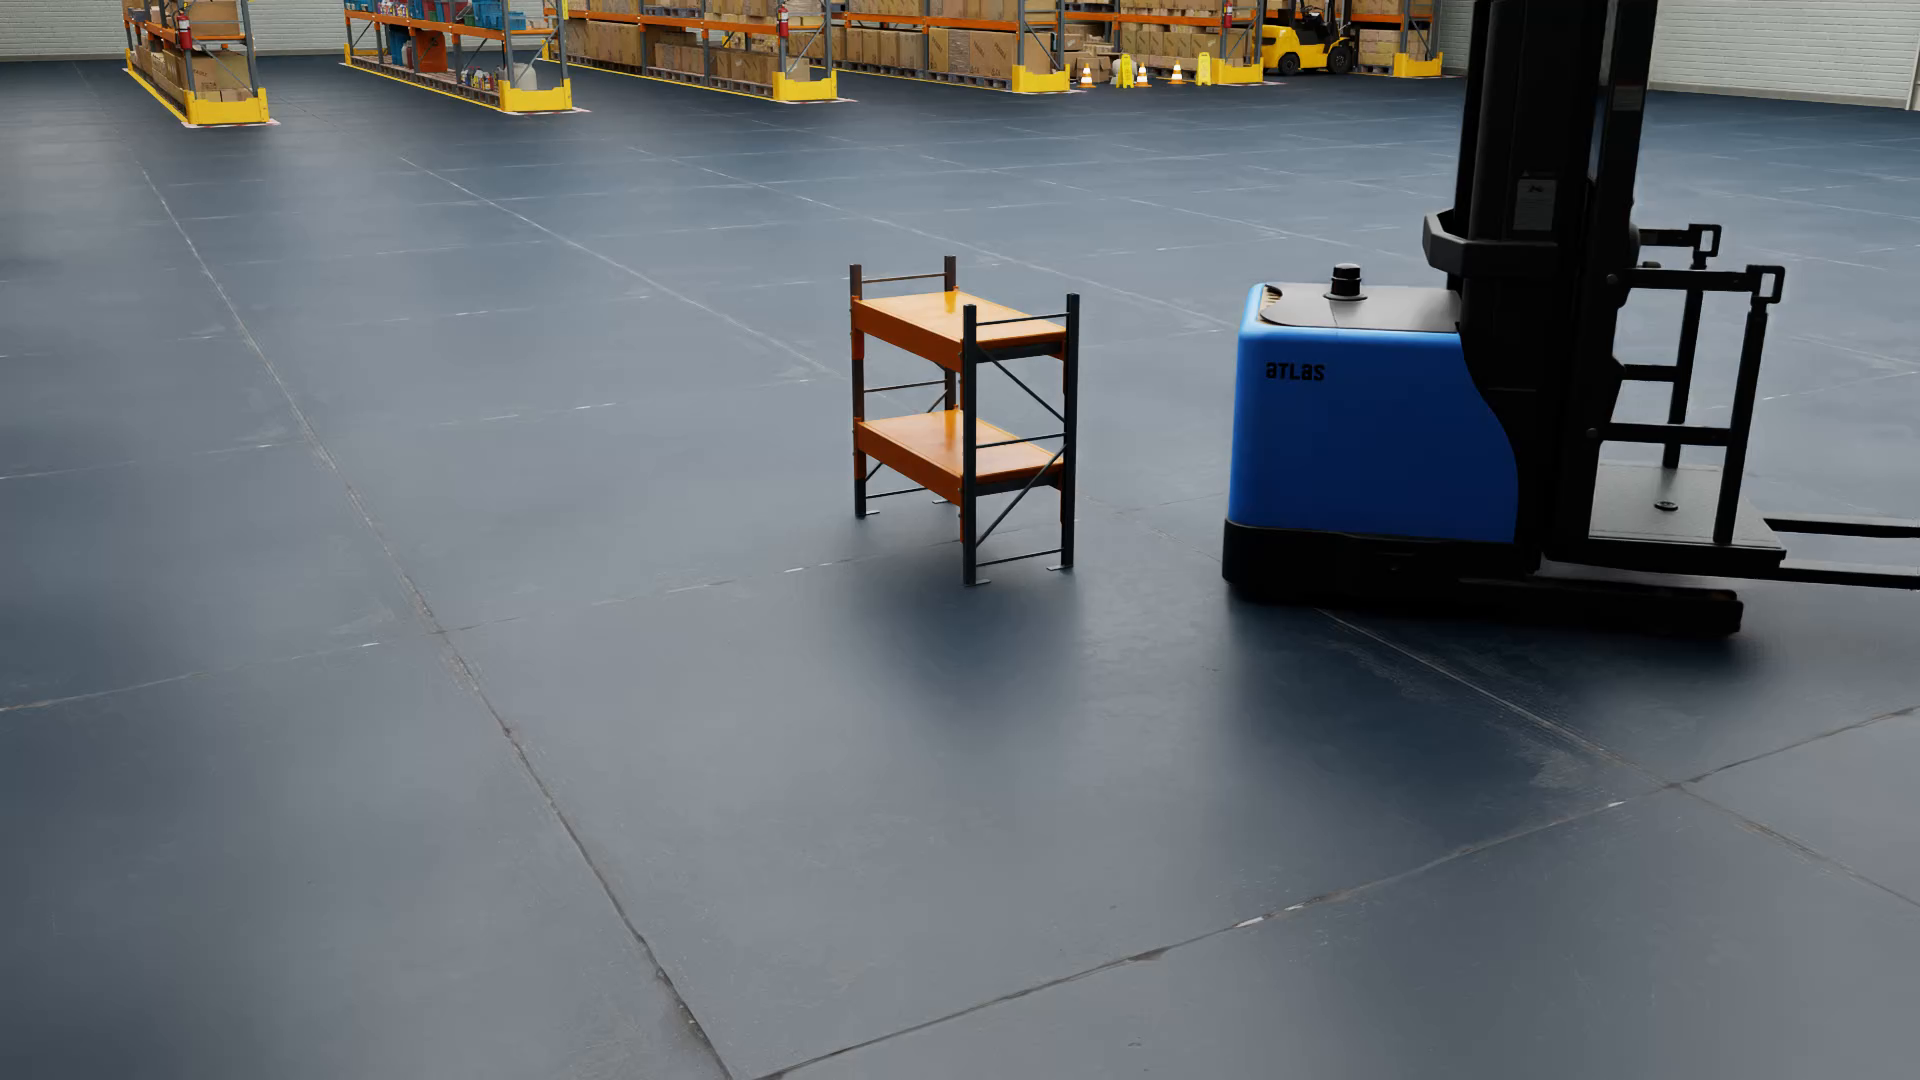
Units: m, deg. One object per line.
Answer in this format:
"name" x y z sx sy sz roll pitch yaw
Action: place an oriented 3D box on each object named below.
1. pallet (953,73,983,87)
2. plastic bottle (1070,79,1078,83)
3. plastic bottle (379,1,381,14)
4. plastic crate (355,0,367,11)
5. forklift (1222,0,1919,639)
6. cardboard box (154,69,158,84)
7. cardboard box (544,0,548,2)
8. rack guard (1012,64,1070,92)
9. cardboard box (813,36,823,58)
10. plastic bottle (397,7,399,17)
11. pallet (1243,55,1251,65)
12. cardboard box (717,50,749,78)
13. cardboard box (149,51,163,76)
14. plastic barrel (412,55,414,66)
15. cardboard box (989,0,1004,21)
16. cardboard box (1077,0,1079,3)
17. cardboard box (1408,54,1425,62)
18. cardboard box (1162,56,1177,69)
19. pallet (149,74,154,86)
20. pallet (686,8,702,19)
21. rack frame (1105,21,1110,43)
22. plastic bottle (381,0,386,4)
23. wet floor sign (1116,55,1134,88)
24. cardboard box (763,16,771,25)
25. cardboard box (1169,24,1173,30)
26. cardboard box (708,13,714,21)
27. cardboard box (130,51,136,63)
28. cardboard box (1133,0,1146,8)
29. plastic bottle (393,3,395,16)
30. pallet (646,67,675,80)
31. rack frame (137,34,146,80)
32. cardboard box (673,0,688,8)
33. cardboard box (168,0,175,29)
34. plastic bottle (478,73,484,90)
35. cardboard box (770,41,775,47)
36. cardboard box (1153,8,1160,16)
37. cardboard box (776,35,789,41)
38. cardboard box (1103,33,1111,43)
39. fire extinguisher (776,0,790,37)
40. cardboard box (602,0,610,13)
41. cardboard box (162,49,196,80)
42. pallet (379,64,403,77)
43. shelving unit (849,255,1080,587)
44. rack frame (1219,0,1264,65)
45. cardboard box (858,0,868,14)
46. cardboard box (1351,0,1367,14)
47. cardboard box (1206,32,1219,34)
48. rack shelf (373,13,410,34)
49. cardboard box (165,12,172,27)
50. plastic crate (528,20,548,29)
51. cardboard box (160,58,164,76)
"pallet" 0.561 -9.542 34.462 1.003 0.211 1.213 -10 21 -27
"plastic bottle" 2.353 -9.719 35.204 0.283 0.061 0.133 16 25 39
"plastic bottle" -13.023 -11.967 37.392 0.061 0.283 0.133 -10 21 -27
"plastic crate" -14.189 -12.743 39.628 0.416 0.233 0.300 -10 21 -27
"forklift" 2.594 -1.213 6.153 3.031 2.935 1.130 4 19 11
"cardboard box" -15.117 -8.876 31.827 0.500 0.250 0.500 -11 22 -28
"cardboard box" -10.435 -14.037 42.987 0.500 0.250 0.500 -11 22 -28
"rack guard" 1.597 -9.105 32.751 1.175 0.500 0.348 -10 21 -27
"cardboard box" -3.265 -12.054 40.654 0.500 0.500 0.500 -11 22 -29
"plastic bottle" -12.025 -11.337 35.693 0.097 0.201 0.097 0 19 0
"pallet" 7.393 -12.245 42.295 1.003 0.211 1.213 -10 21 -27
"cardboard box" -4.572 -9.598 33.537 0.500 0.500 0.500 -11 22 -28
"cardboard box" -15.997 -9.576 33.441 0.500 0.500 0.500 -9 21 -25
"plastic barrel" -11.580 -10.392 35.819 0.421 0.512 0.421 0 19 0
"cardboard box" 1.089 -10.618 33.075 0.875 0.550 0.550 -10 21 -27
"cardboard box" 3.000 -12.809 39.394 0.380 0.149 0.250 -11 22 -29
"cardboard box" 10.199 -10.929 37.777 0.500 0.250 0.500 -10 21 -26
"cardboard box" 4.781 -10.477 36.468 0.500 0.250 0.500 -11 22 -29
"pallet" -16.243 -9.569 34.539 1.003 0.211 1.213 -10 21 -27
"pallet" -4.962 -10.854 34.281 1.003 0.211 1.213 -10 21 -27
"rack frame" 4.562 -15.304 46.884 1.000 3.000 0.127 -10 21 -27
"plastic bottle" -12.984 -12.046 37.517 0.144 0.351 0.185 -10 21 -27
"wet floor sign" 3.342 -9.479 33.612 0.267 0.644 0.232 -14 24 -36
"cardboard box" -3.427 -9.621 30.799 0.380 0.149 0.250 -10 21 -27
"cardboard box" 5.761 -13.738 44.539 0.380 0.149 0.250 -11 22 -28
"cardboard box" -4.783 -10.402 33.062 0.380 0.149 0.250 -10 21 -27
"cardboard box" -18.899 -11.178 38.469 0.500 0.250 0.500 -10 21 -27
"cardboard box" 4.217 -12.115 37.034 0.500 0.500 0.500 -10 21 -27
"plastic bottle" -12.247 -11.498 36.033 0.061 0.283 0.133 -10 21 -27
"pallet" -6.257 -10.308 36.680 1.003 0.211 1.213 -10 21 -27
"rack frame" -17.246 -11.466 35.760 1.000 3.000 0.127 -10 21 -27
"cardboard box" -5.632 -11.433 34.864 0.797 0.503 0.637 -8 20 -21
"cardboard box" -13.231 -9.090 28.722 0.700 0.500 0.500 -11 22 -28
"plastic bottle" -8.606 -8.283 30.038 0.152 0.276 0.135 -11 22 -28
"cardboard box" -4.682 -12.847 43.033 0.380 0.149 0.250 -11 22 -29
"cardboard box" 4.461 -11.610 36.563 0.380 0.149 0.250 -10 21 -26
"cardboard box" -4.511 -12.932 42.825 0.380 0.149 0.250 -9 21 -25
"cardboard box" 4.456 -14.458 47.909 0.500 0.311 0.500 -9 21 -25
"fire extinguisher" -3.179 -9.413 29.931 0.296 0.674 0.183 -10 21 -27
"cardboard box" -8.051 -12.587 38.858 0.500 0.500 0.500 -11 22 -28
"cardboard box" -13.502 -8.241 28.836 0.500 0.500 0.500 -10 21 -27
"pallet" -12.555 -10.686 37.775 1.003 0.211 1.213 -10 21 -27
"shelving unit" -0.003 -0.534 6.954 0.538 1.125 1.048 -10 21 -27
"rack frame" 5.894 -11.089 34.669 1.000 3.000 0.127 -10 21 -27
"cardboard box" -1.994 -12.321 38.086 0.500 0.500 0.500 -10 22 -27
"cardboard box" 9.314 -12.304 38.038 0.500 0.500 0.500 -10 22 -28
"cardboard box" 5.490 -10.773 36.175 0.500 0.500 0.500 -11 22 -29
"rack shelf" -11.935 -11.318 36.434 1.077 0.370 4.000 -10 21 -27
"cardboard box" -14.026 -9.329 29.776 0.396 0.266 0.258 -11 22 -28
"plastic crate" -7.328 -8.969 28.929 0.298 0.136 0.250 -10 21 -27
"cardboard box" -14.144 -8.553 30.032 0.500 0.311 0.500 -9 21 -25
